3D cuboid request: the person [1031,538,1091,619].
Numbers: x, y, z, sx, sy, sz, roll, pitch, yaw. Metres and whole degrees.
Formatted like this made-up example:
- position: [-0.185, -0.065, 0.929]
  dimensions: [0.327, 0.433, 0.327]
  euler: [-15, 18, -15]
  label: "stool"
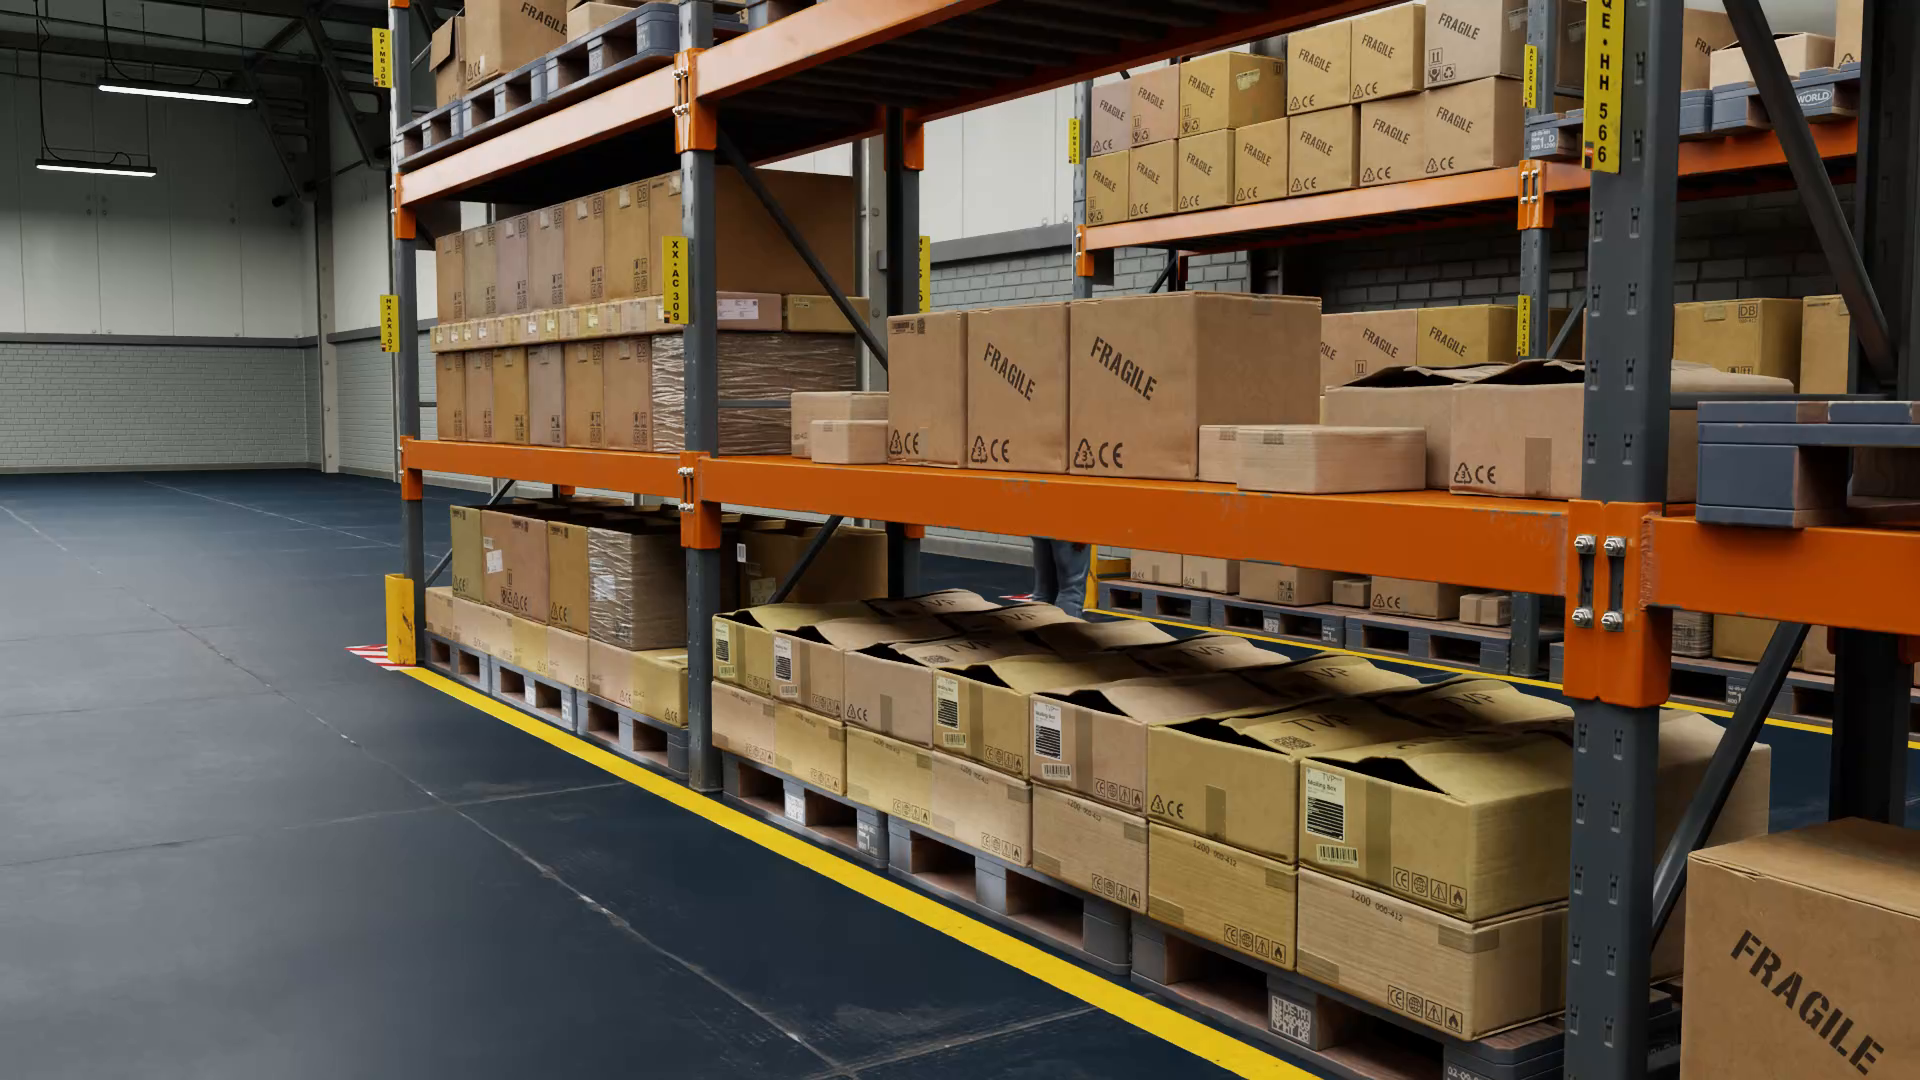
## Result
- position: [0.534, -0.104, 9.124]
  dimensions: [0.371, 1.787, 0.564]
  euler: [-3, 5, -32]
  label: "person"
